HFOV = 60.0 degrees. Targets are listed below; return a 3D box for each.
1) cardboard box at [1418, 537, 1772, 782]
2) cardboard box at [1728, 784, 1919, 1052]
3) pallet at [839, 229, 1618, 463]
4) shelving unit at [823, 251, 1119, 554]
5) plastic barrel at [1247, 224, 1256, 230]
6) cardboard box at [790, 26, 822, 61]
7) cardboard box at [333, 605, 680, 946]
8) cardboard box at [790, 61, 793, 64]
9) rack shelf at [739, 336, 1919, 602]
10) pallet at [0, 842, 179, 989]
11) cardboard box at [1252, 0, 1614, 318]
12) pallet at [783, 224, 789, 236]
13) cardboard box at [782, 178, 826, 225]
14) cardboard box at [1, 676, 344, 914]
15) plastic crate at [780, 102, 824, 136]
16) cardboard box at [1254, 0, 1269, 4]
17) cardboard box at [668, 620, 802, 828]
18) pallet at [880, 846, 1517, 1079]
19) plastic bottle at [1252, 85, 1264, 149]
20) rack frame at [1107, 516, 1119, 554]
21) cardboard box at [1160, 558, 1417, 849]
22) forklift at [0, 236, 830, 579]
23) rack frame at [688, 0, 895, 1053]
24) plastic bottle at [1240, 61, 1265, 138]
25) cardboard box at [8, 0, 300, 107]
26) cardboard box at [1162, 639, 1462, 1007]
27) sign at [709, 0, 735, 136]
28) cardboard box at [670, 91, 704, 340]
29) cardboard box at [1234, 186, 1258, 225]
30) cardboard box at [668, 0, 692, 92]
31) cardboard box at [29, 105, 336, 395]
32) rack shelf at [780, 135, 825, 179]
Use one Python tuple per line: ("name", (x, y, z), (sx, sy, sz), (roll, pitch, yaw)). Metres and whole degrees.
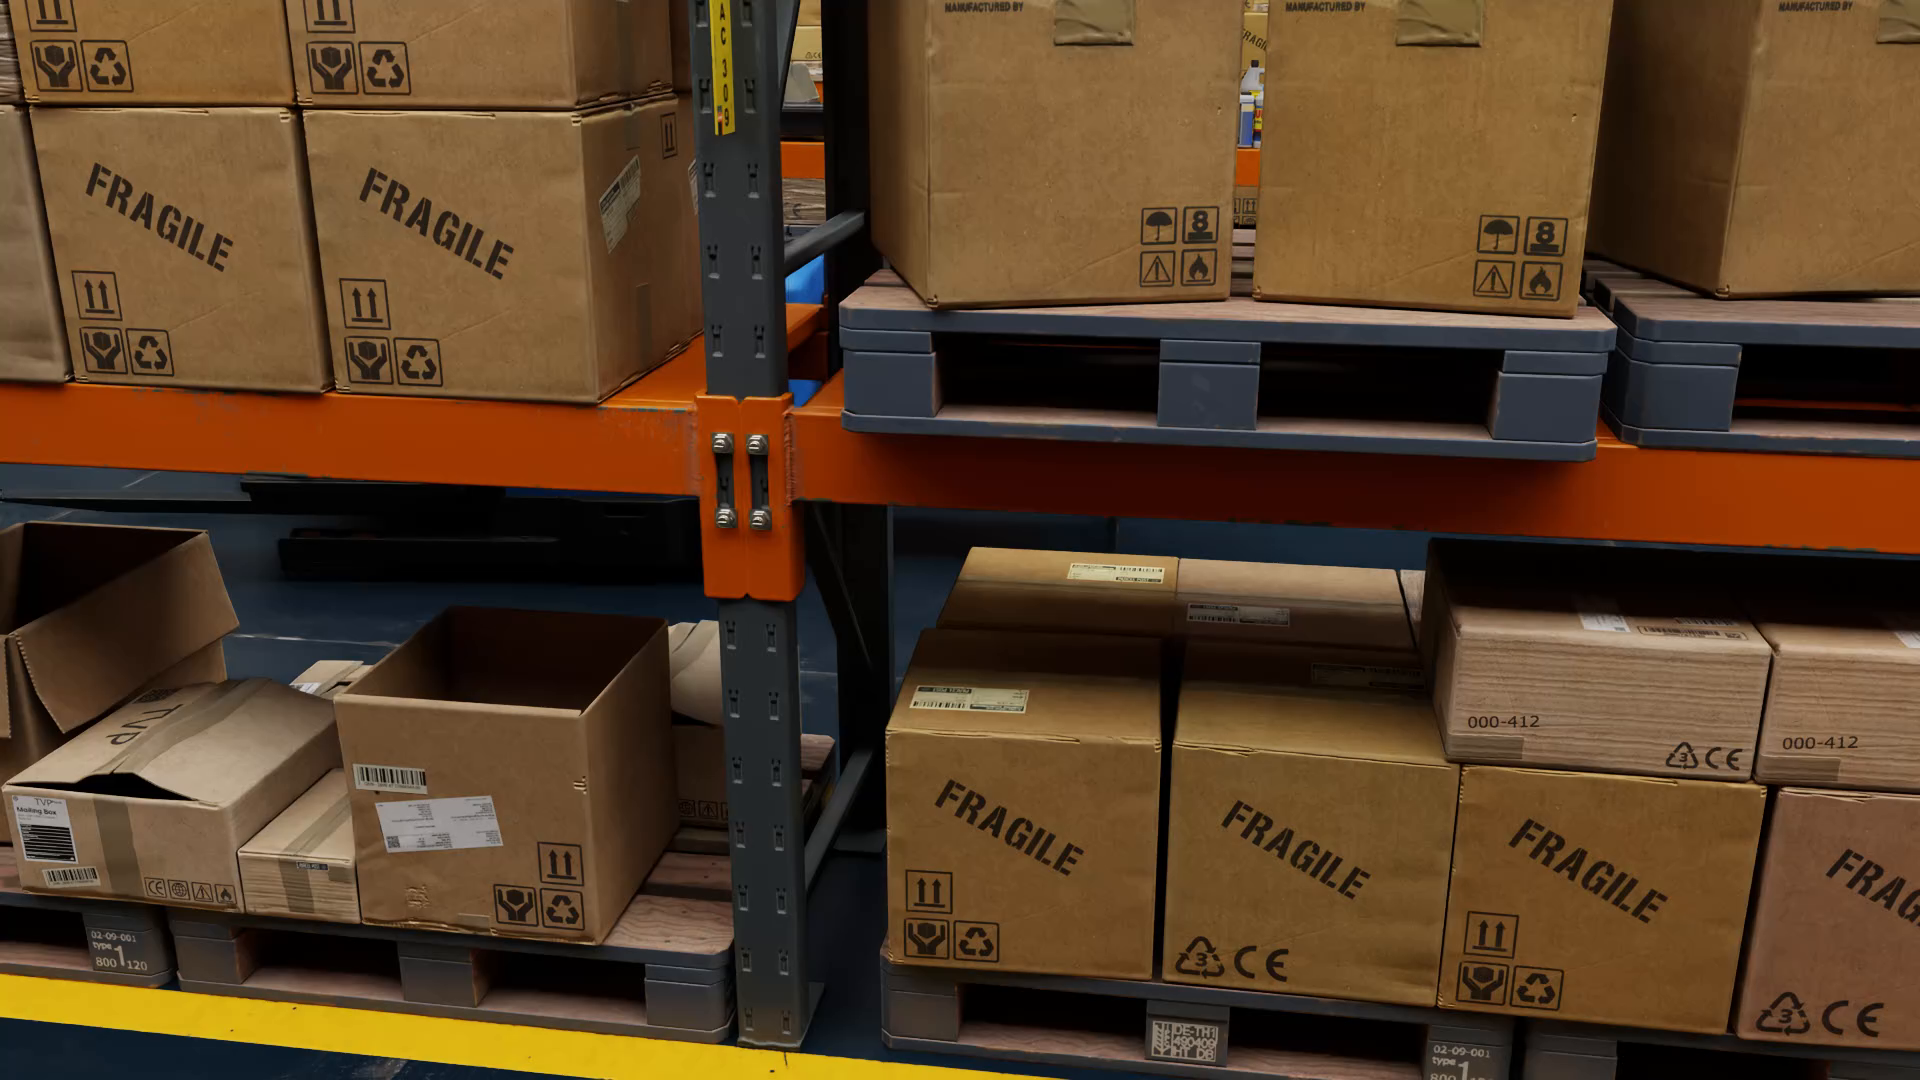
("cardboard box", (1.127, 0.202, 3.037), (0.500, 0.250, 0.500), (3, 19, 9))
("cardboard box", (1.660, 0.584, 3.078), (0.500, 0.500, 0.500), (2, 19, 7))
("pallet", (0.472, -0.405, 3.088), (1.213, 0.211, 1.003), (3, 19, 9))
("shelving unit", (0.072, -0.539, 6.141), (1.048, 1.125, 0.538), (2, 19, 6))
("plastic barrel", (1.724, -1.258, 7.980), (0.708, 0.901, 0.600), (3, 19, 9))
("cardboard box", (-1.233, -3.786, 12.657), (0.500, 0.250, 0.500), (2, 19, 7))
("cardboard box", (-0.907, 0.467, 3.427), (0.500, 0.500, 0.500), (3, 19, 9))
("cardboard box", (-1.361, -3.583, 12.681), (0.250, 0.149, 0.380), (3, 19, 8))
("rack shelf", (1.676, -0.128, 3.093), (4.000, 0.370, 1.077), (3, 19, 9))
("pallet", (-2.185, 0.657, 4.008), (1.213, 0.211, 1.003), (3, 19, 9))
("cardboard box", (0.822, -0.708, 2.873), (0.500, 0.500, 0.700), (6, 19, 17))
("pallet", (-1.872, -2.537, 13.552), (1.213, 0.211, 1.003), (3, 19, 9))
("cardboard box", (-1.130, -3.014, 13.269), (0.875, 0.875, 0.875), (3, 19, 9))
("cardboard box", (-1.647, 0.519, 3.570), (0.500, 0.311, 0.500), (3, 19, 9))
("plastic crate", (-0.658, -1.992, 7.869), (0.590, 0.125, 0.437), (3, 19, 9))
("cardboard box", (3.007, -5.395, 16.496), (0.250, 0.149, 0.380), (3, 19, 9))
("cardboard box", (-0.679, 0.407, 3.903), (0.500, 0.311, 0.500), (3, 19, 9))
("pallet", (0.510, 0.781, 3.636), (1.213, 0.211, 1.003), (3, 19, 9))
("plastic bottle", (1.358, -1.885, 7.413), (0.097, 0.271, 0.097), (0, 18, 0))
("rack frame", (0.577, -0.521, 6.088), (0.032, 1.125, 0.500), (2, 19, 6))
("cardboard box", (0.720, 0.369, 3.719), (0.500, 0.500, 0.500), (3, 19, 9))
("forklift", (-2.011, -1.418, 5.921), (3.031, 2.935, 1.130), (1, 19, 2))
("rack frame", (-0.299, -0.570, 3.280), (0.127, 3.000, 1.000), (3, 19, 9))
("plastic bottle", (1.427, -2.110, 7.959), (0.185, 0.351, 0.144), (3, 19, 9))
("cardboard box", (-1.346, -1.061, 3.014), (0.500, 0.500, 0.500), (3, 19, 8))
("cardboard box", (0.668, 0.531, 3.236), (0.500, 0.500, 0.500), (3, 19, 9))
("sign", (-0.378, -0.810, 2.634), (0.005, 0.325, 0.100), (3, 19, 9))
("cardboard box", (-0.759, -0.729, 3.596), (0.500, 0.500, 0.500), (3, 19, 10))
("cardboard box", (1.911, -2.839, 12.748), (0.875, 0.875, 1.225), (3, 19, 9))
("cardboard box", (-0.720, -1.204, 3.440), (0.500, 0.500, 0.500), (3, 19, 10))
("cardboard box", (-1.343, -0.588, 3.176), (0.500, 0.500, 0.500), (3, 19, 10))
("rack shelf", (-1.484, -1.881, 8.333), (4.000, 0.370, 1.077), (3, 19, 9))
